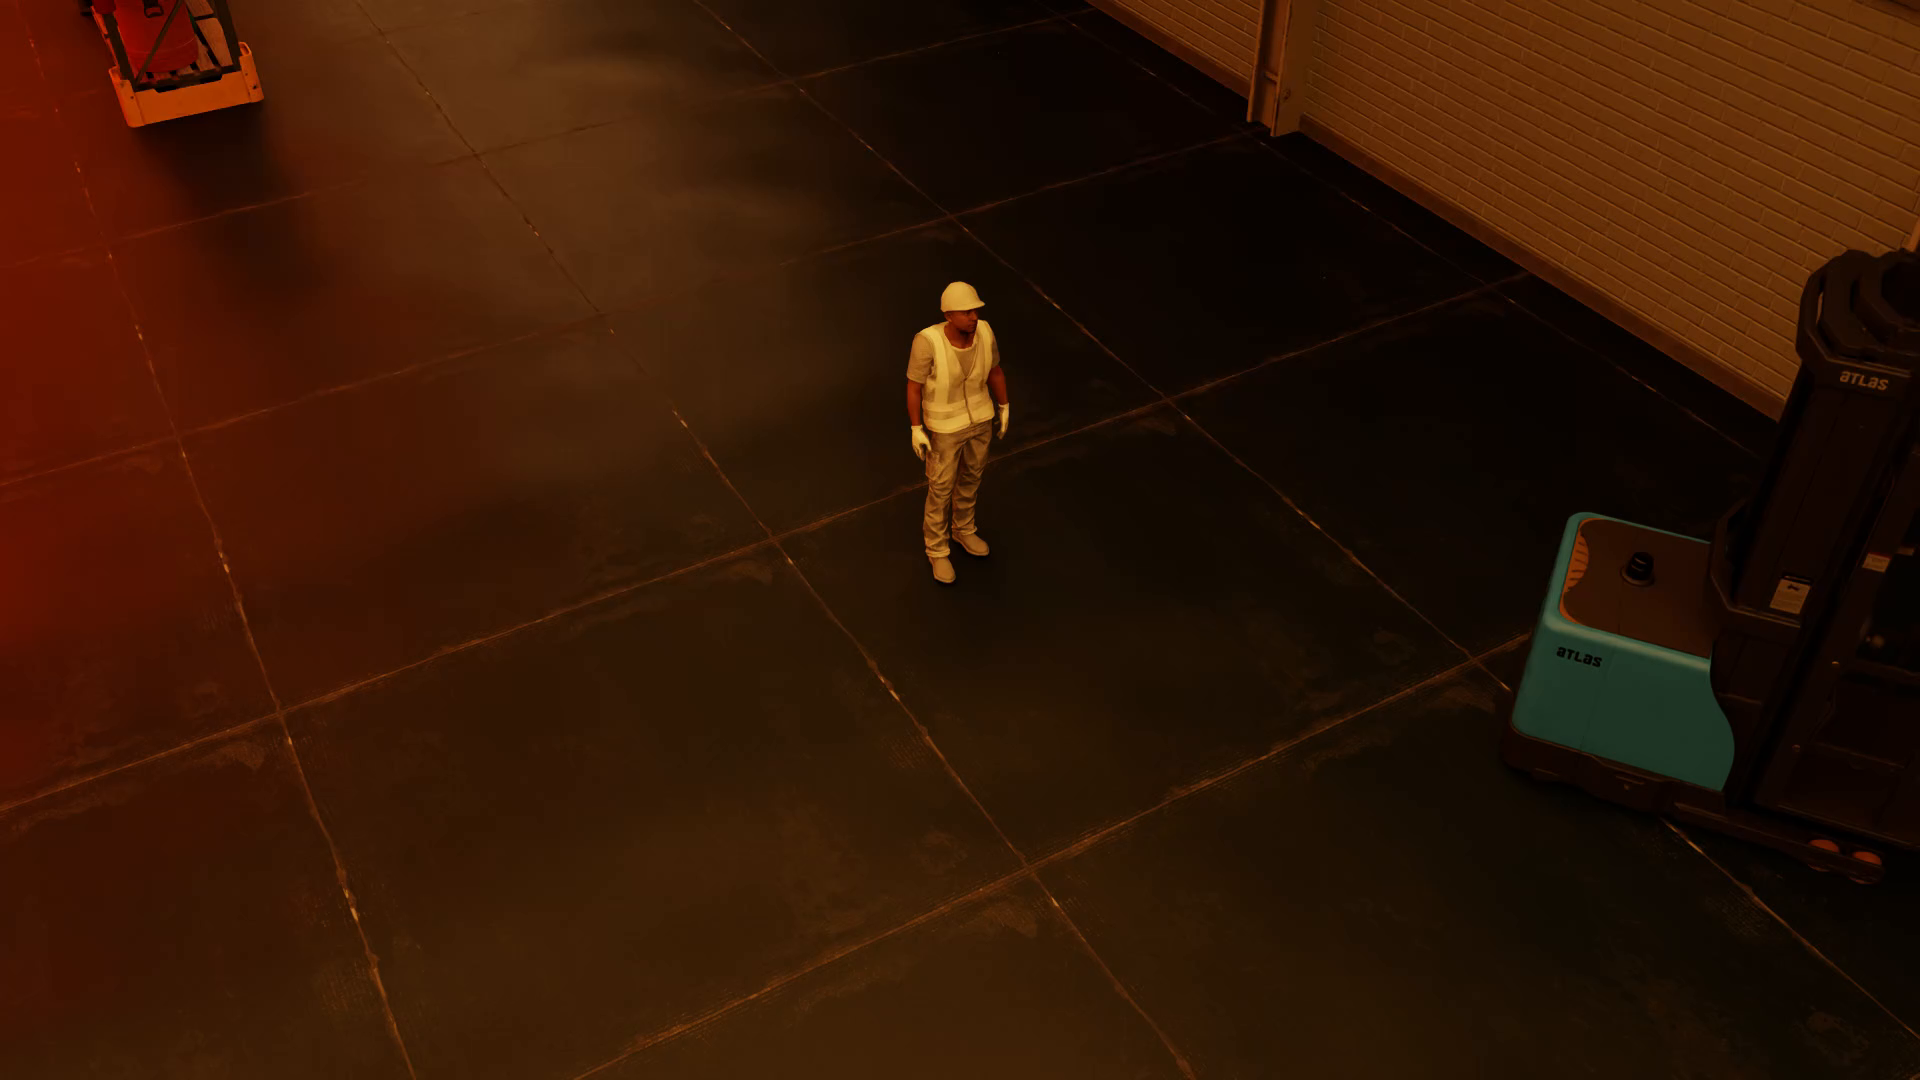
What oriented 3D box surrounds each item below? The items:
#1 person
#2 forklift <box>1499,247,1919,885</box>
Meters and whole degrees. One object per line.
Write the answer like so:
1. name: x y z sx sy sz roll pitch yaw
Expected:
1. person: 0.030 -0.649 9.707 0.656 1.784 0.575 -20 44 -23
2. forklift: 4.434 0.193 7.804 3.031 2.935 1.130 16 42 18
